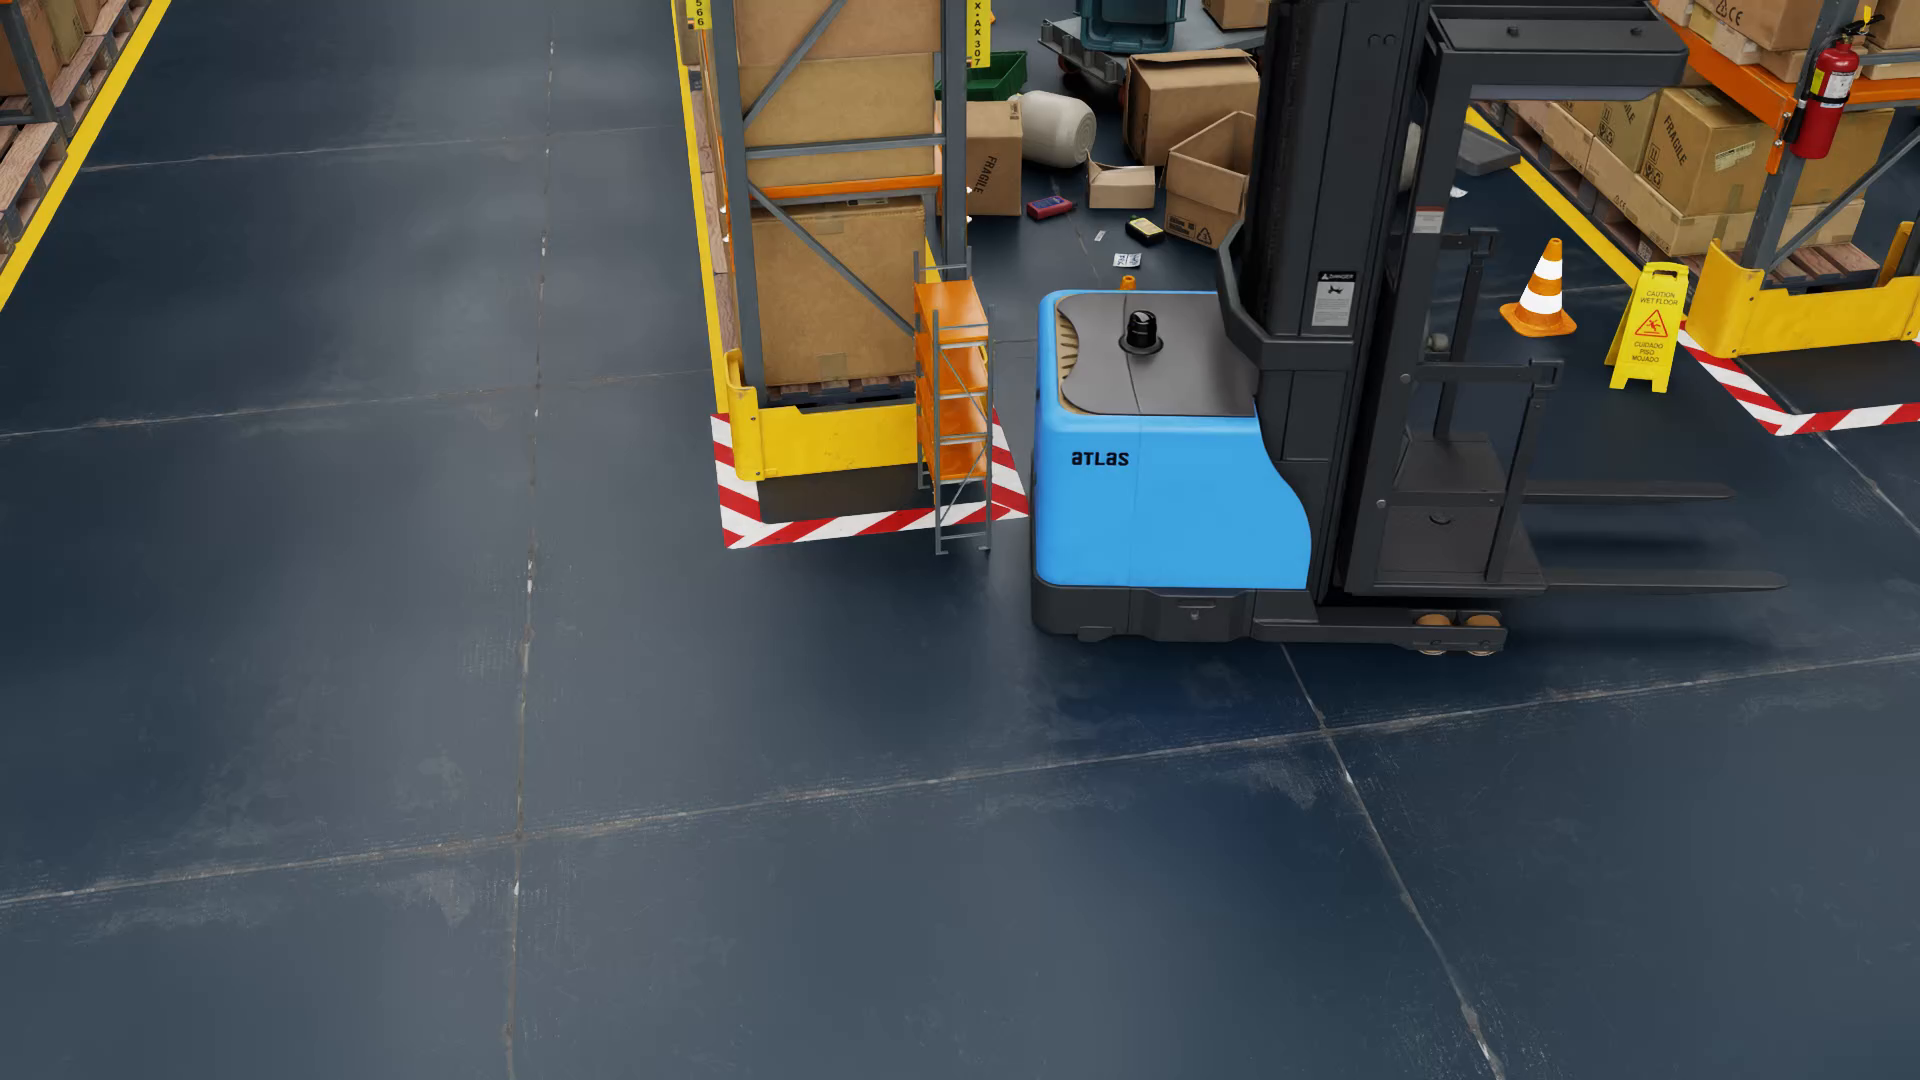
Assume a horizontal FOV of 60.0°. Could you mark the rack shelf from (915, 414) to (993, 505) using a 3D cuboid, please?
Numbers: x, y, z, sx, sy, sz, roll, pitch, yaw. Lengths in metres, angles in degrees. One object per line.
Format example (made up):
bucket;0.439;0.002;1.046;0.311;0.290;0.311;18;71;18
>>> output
rack shelf;-0.029;-0.364;7.174;0.258;0.148;0.480;-6;38;-8

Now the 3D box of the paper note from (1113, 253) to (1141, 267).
paper note;0.929;-1.559;9.233;0.144;0.017;0.142;6;38;8

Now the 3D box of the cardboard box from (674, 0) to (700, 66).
cardboard box;-1.374;-3.686;11.041;1.050;0.750;0.750;-6;38;-8

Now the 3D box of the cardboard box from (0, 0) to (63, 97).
cardboard box;-6.164;-3.130;10.513;0.700;0.500;0.500;-9;39;-11

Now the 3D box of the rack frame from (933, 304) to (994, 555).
rack frame;0.014;-0.426;6.821;0.240;1.200;0.015;-6;38;-8

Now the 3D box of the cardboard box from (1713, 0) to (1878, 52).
cardboard box;4.014;-2.676;7.925;0.500;0.500;0.500;-7;38;-9

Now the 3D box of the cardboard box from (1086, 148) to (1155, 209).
cardboard box;0.938;-2.123;9.767;0.396;0.266;0.258;0;38;0

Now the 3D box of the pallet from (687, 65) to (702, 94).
pallet;-1.386;-3.400;11.454;1.003;0.211;1.213;-6;38;-8

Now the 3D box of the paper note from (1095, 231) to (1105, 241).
paper note;0.797;-1.733;9.472;0.032;0.001;0.123;13;40;16

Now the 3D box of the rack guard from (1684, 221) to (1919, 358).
rack guard;4.367;-1.279;8.489;1.175;0.500;0.348;-6;38;-8

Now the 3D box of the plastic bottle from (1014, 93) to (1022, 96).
plastic bottle;0.358;-2.878;10.905;0.133;0.061;0.283;-27;45;-31

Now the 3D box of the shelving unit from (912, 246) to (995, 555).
shelving unit;-0.029;-0.574;7.011;0.258;1.200;0.503;-6;38;-8

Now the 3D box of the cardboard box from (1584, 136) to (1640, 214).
cardboard box;3.891;-2.074;9.373;0.500;0.250;0.500;-6;38;-8

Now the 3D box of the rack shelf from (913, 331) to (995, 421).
rack shelf;-0.029;-0.697;6.915;0.258;0.148;0.480;-6;38;-8

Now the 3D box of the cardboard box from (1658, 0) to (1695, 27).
cardboard box;3.852;-2.775;8.581;0.380;0.149;0.250;-6;38;-7

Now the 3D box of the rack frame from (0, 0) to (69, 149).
rack frame;-6.077;-3.571;9.401;1.000;3.000;0.127;-6;38;-8

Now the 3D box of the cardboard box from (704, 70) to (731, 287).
cardboard box;-0.815;-1.888;8.624;0.875;0.875;0.875;-7;38;-9

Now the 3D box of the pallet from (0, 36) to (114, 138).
pallet;-6.215;-2.940;10.862;1.003;0.211;1.213;-6;38;-8

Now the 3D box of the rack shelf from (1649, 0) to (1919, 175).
rack shelf;4.030;-3.144;9.439;1.077;0.370;4.000;-6;38;-8

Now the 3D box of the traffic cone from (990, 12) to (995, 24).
traffic cone;0.075;-4.014;12.039;0.336;0.463;0.334;-6;38;-8

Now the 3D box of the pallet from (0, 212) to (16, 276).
pallet;-5.707;-1.329;8.789;1.003;0.211;1.213;-6;38;-8

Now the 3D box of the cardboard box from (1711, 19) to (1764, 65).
cardboard box;3.951;-2.465;8.183;0.380;0.149;0.250;-7;38;-8

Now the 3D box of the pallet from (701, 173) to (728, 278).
pallet;-0.903;-1.736;9.312;1.003;0.211;1.213;-6;38;-8

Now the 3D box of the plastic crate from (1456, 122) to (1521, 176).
plastic crate;3.147;-2.447;10.335;0.402;0.080;0.583;-20;42;-23

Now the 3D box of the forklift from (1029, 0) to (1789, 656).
forklift;1.814;-1.027;6.182;3.031;2.935;1.130;1;38;1

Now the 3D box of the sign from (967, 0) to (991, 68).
sign;0.072;-2.056;6.682;0.100;0.325;0.005;-6;38;-8

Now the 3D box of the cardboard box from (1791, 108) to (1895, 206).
cardboard box;4.507;-2.128;8.832;0.500;0.500;0.500;-7;38;-9

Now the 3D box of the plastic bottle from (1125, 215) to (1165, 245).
plastic bottle;1.036;-1.775;9.485;0.133;0.061;0.283;-20;42;-23

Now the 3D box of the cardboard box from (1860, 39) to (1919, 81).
cardboard box;4.525;-2.349;8.033;0.380;0.149;0.250;-6;38;-8

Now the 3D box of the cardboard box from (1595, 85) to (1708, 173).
cardboard box;3.889;-2.367;9.140;0.500;0.500;0.500;-5;38;-6

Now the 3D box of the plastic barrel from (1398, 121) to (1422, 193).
plastic barrel;2.528;-2.288;9.850;0.512;0.421;0.421;19;42;23

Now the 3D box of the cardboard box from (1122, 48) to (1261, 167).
cardboard box;1.408;-2.641;10.129;0.797;0.637;0.503;-6;38;-8

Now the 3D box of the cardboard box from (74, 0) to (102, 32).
cardboard box;-6.327;-3.758;11.322;0.700;0.500;0.500;-9;39;-12

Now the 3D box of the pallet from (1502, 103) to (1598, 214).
pallet;4.049;-2.395;10.161;1.003;0.211;1.213;-6;38;-8

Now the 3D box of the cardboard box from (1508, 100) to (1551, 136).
cardboard box;3.717;-2.690;10.166;0.500;0.250;0.500;-7;38;-9

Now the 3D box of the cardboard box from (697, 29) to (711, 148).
cardboard box;-1.135;-2.983;10.034;0.875;0.875;0.875;-6;38;-7

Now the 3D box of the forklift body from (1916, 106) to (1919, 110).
forklift body;7.138;-3.371;9.836;2.313;2.155;1.214;-6;38;-8

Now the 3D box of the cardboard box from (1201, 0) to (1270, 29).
cardboard box;1.932;-3.739;11.038;0.500;0.500;0.500;-6;38;-8

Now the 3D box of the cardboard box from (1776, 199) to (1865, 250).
cardboard box;4.511;-1.818;9.043;0.500;0.250;0.500;-7;38;-8

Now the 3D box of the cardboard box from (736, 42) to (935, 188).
cardboard box;-0.585;-1.906;7.136;0.875;0.550;0.550;-6;38;-8

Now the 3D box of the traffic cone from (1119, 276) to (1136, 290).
traffic cone;0.830;-1.099;8.287;0.336;0.463;0.334;-6;38;-8

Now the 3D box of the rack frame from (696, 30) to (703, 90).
rack frame;-1.176;-4.043;10.009;1.000;3.000;0.127;-6;38;-8
